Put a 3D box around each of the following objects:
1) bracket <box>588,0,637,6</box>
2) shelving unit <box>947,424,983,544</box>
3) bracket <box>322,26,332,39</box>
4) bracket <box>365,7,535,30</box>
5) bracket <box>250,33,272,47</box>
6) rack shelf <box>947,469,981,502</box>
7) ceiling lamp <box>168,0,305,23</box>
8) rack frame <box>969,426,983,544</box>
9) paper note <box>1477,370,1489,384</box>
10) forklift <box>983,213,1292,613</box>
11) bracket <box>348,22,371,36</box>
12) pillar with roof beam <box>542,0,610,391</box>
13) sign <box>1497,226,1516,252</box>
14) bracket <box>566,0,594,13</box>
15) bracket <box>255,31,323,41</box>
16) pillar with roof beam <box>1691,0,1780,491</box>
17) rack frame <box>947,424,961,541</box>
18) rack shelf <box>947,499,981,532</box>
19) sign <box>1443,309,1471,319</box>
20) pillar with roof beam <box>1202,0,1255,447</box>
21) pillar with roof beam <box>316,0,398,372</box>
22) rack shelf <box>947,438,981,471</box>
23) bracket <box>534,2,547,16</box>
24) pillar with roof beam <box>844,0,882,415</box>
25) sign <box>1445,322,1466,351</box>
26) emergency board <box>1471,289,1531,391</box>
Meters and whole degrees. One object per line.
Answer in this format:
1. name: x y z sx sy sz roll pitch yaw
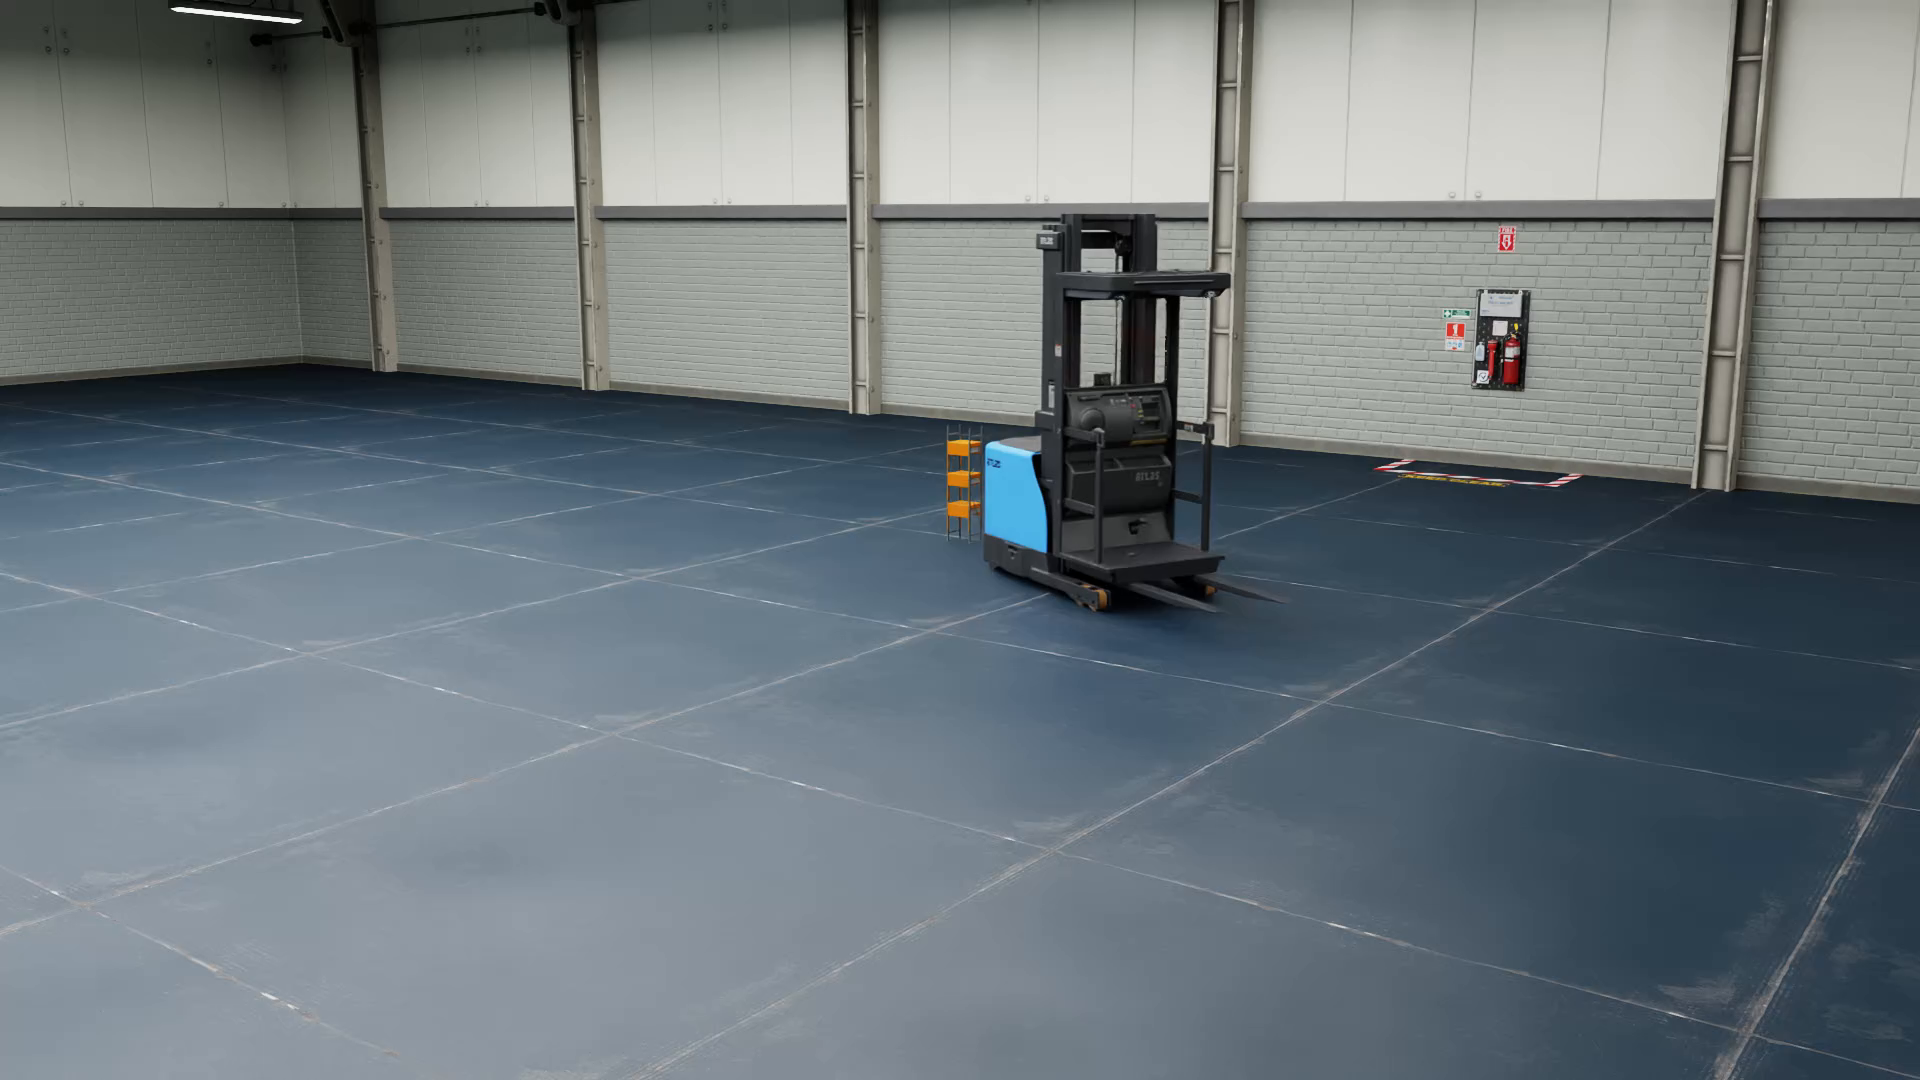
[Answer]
1. bracket: -4.065 -8.387 25.436 4.783 0.066 0.076 8 13 36
2. shelving unit: 0.043 -0.509 15.119 0.252 1.050 0.215 8 13 36
3. bracket: -11.646 -9.445 30.902 0.430 0.232 0.235 8 13 36
4. bracket: -8.901 -9.062 28.923 4.783 0.066 0.076 8 13 36
5. bracket: -13.557 -9.711 32.280 0.430 0.232 0.235 8 13 36
6. rack shelf: 0.043 -0.499 15.121 0.240 0.259 0.215 8 13 36
7. ceiling lamp: -10.923 -9.357 24.559 0.800 3.185 2.000 8 13 36
8. rack frame: 0.141 -0.496 15.048 0.008 1.050 0.200 8 13 36
9. paper note: 6.171 -1.923 19.614 0.142 0.148 0.016 8 13 36
10. forklift: 1.342 -1.002 12.712 1.130 2.935 3.031 -6 12 -28
11. bracket: -10.977 -9.352 30.420 0.430 0.232 0.235 8 13 36
12. pillar with roof beam: -8.814 -6.352 24.391 0.548 9.000 9.100 8 13 36
13. sign: 6.326 -3.480 19.236 0.199 0.298 0.001 8 13 36
14. bracket: -6.141 -8.677 26.933 0.430 0.232 0.235 8 13 36
15. bracket: -13.080 -9.645 31.936 3.189 0.066 0.076 8 13 36
16. pillar with roof beam: 5.694 -4.328 13.930 0.400 9.000 9.100 8 13 36
17. rack frame: -0.055 -0.523 15.190 0.008 1.050 0.200 8 13 36
18. rack shelf: 0.043 -0.226 15.174 0.240 0.259 0.215 8 13 36
19. sign: 5.887 -2.679 19.712 0.331 0.109 0.001 8 13 36
20. pillar with roof beam: 0.858 -5.003 17.417 0.400 9.000 9.100 8 13 36
21. pillar with roof beam: -13.650 -7.026 27.877 0.548 9.000 9.100 8 13 36
22. rack shelf: 0.043 -0.778 15.067 0.240 0.259 0.215 8 13 36
23. bracket: -6.810 -8.770 27.416 0.430 0.232 0.235 8 13 36
24. pillar with roof beam: -3.978 -5.677 20.904 0.400 9.000 9.100 8 13 36
25. sign: 5.889 -2.421 19.772 0.234 0.329 0.001 8 13 36
26. emergency board: 6.273 -2.325 19.373 0.643 1.169 0.194 8 13 36
